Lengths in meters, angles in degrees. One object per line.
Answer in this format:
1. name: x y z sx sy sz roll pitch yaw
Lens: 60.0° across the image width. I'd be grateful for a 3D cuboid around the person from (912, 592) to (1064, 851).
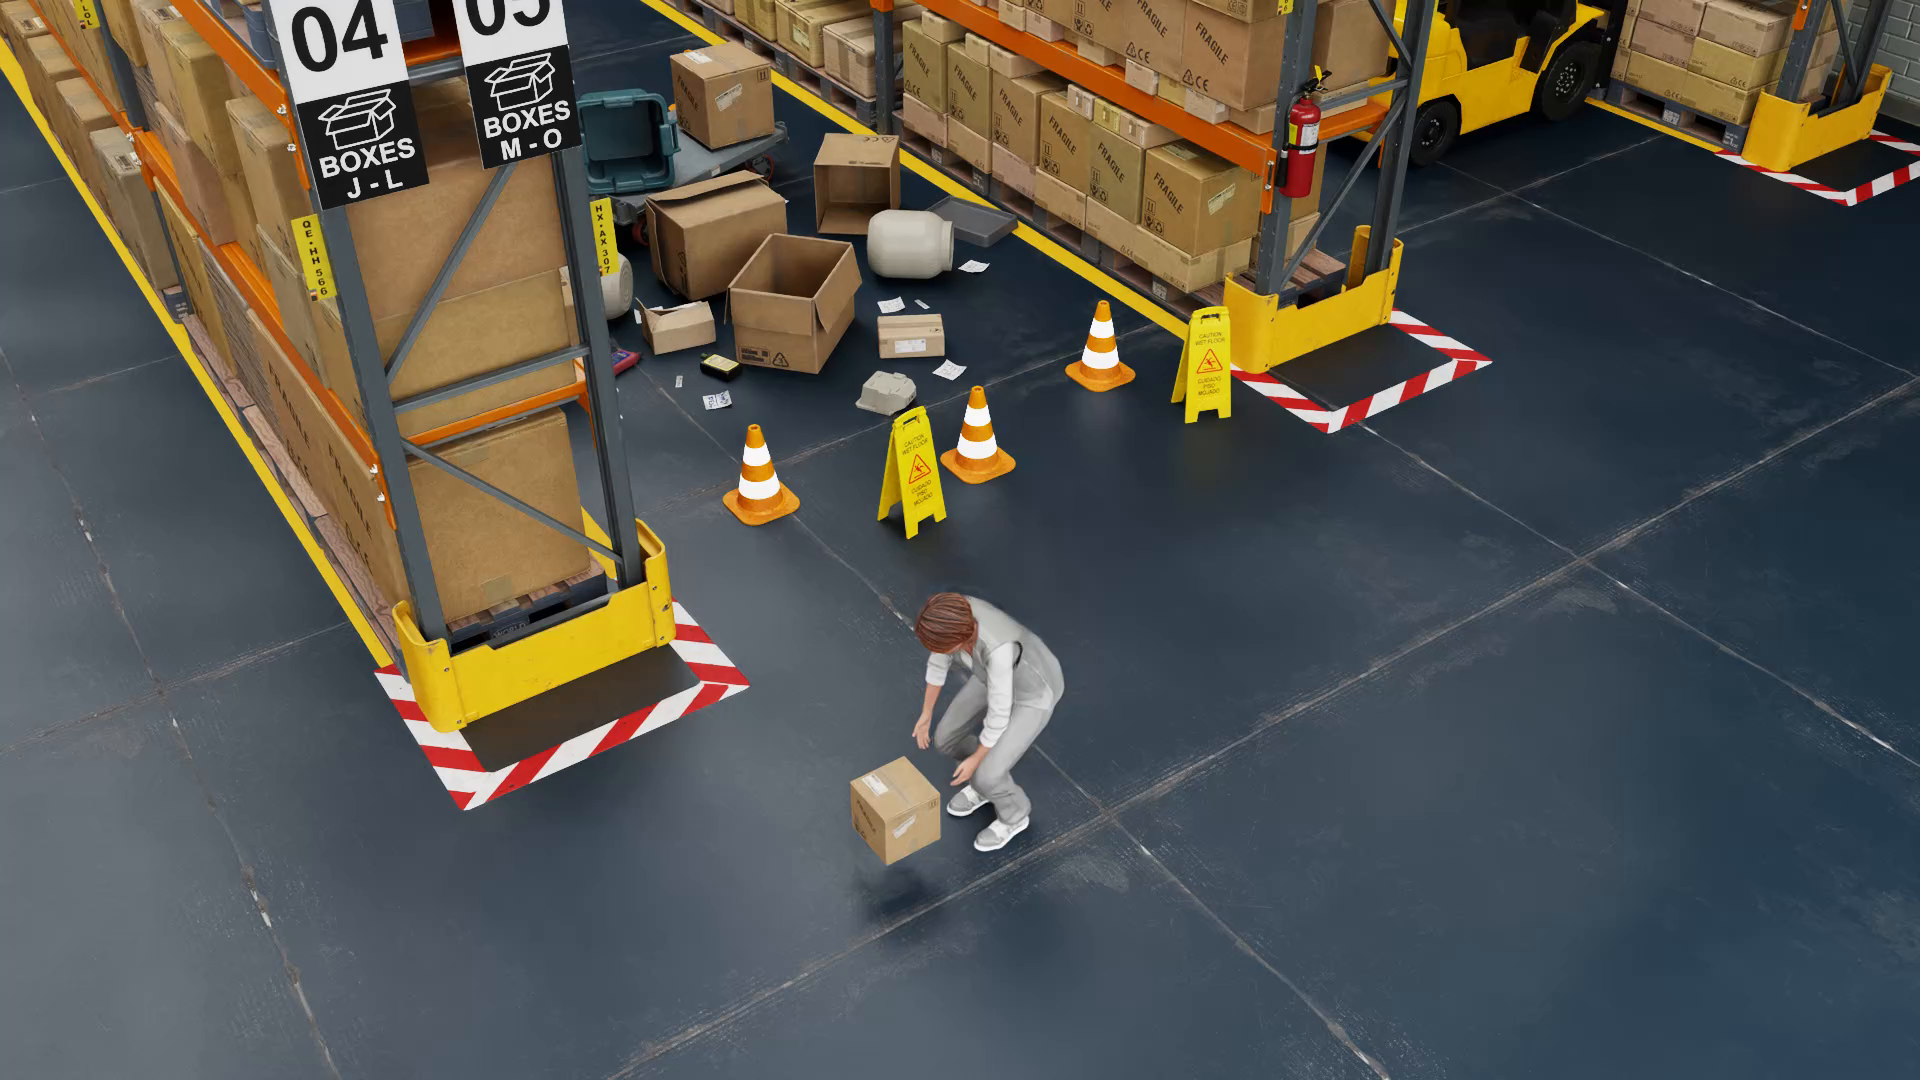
1. person: 0.116 0.660 6.395 0.656 1.284 0.463 -23 42 -27
